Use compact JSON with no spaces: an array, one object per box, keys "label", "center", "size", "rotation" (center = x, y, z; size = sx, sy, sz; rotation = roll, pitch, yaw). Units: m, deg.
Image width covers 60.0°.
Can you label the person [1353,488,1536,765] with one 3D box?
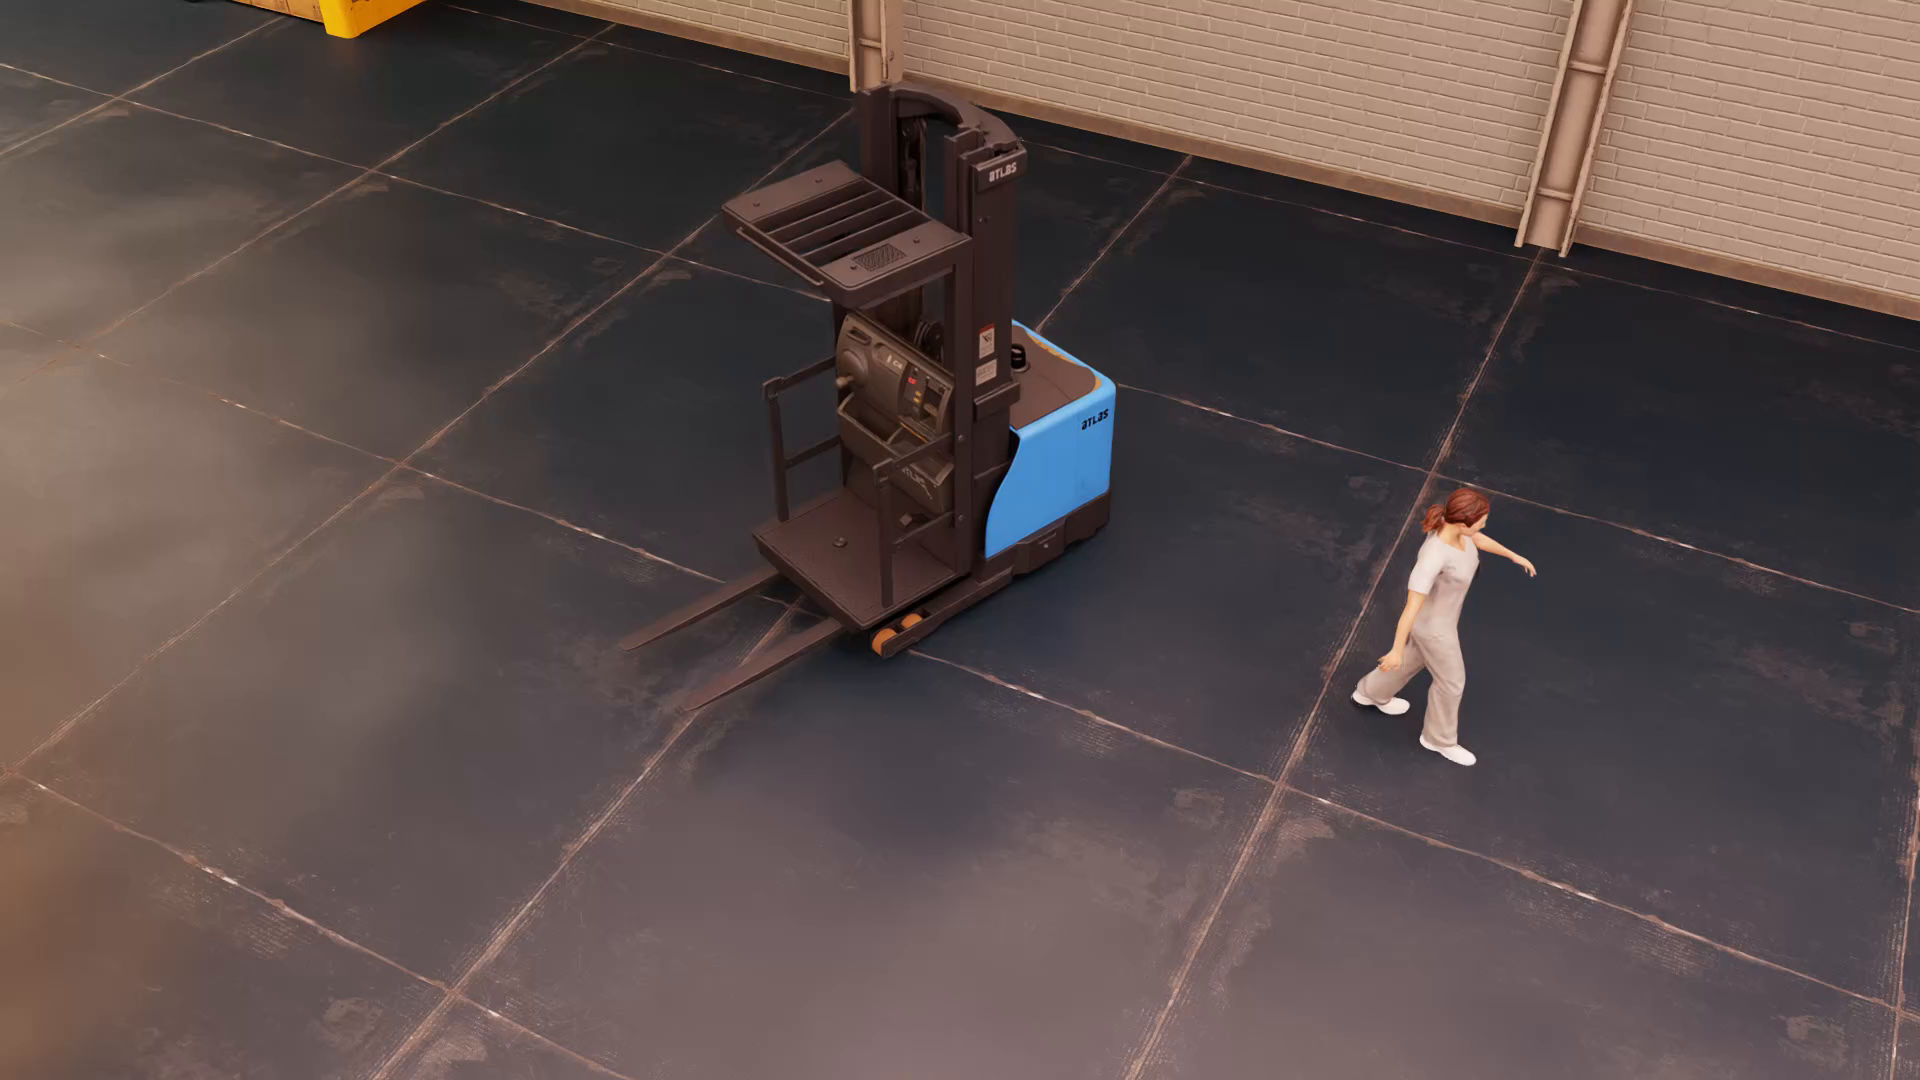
[{"label":"person","center":[2.455,0.422,8.491],"size":[0.735,1.658,0.857],"rotation":[18,43,20]}]

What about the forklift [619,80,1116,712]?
[{"label":"forklift","center":[-0.522,-0.835,8.978],"size":[3.031,2.935,1.130],"rotation":[-29,48,-30]}]
